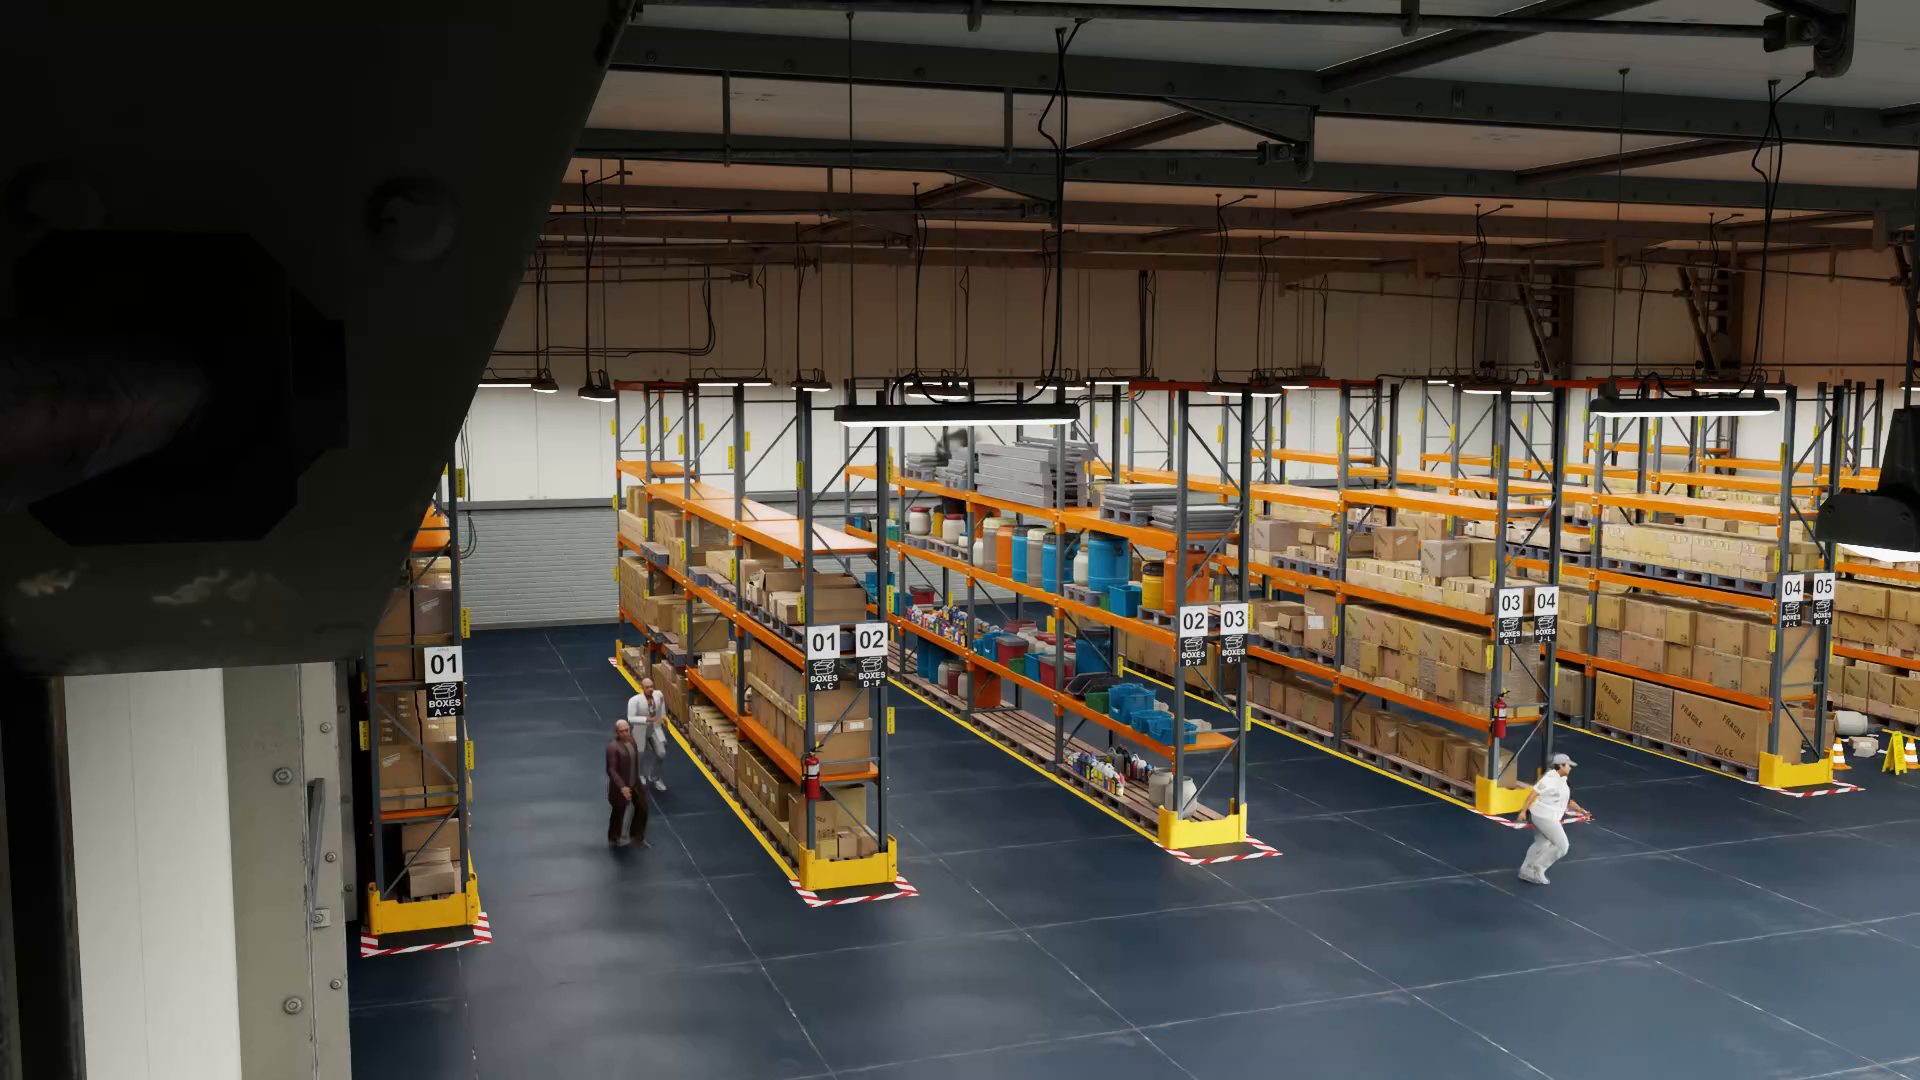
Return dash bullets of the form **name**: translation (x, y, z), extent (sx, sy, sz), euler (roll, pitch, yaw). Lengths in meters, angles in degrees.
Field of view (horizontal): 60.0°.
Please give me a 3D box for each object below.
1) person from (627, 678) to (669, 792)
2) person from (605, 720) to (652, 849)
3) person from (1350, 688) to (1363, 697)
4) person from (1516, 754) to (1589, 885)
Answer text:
- **person**: translation (-4.641, 2.876, 24.696), extent (0.697, 1.725, 1.032), euler (-3, 7, -27)
- **person**: translation (-4.377, 3.195, 21.578), extent (0.725, 1.808, 0.716), euler (4, 7, 32)
- **person**: translation (7.460, 2.289, 30.615), extent (0.652, 1.591, 0.961), euler (-3, 7, -24)
- **person**: translation (7.222, 3.393, 20.234), extent (0.772, 1.624, 0.587), euler (4, 7, 31)
